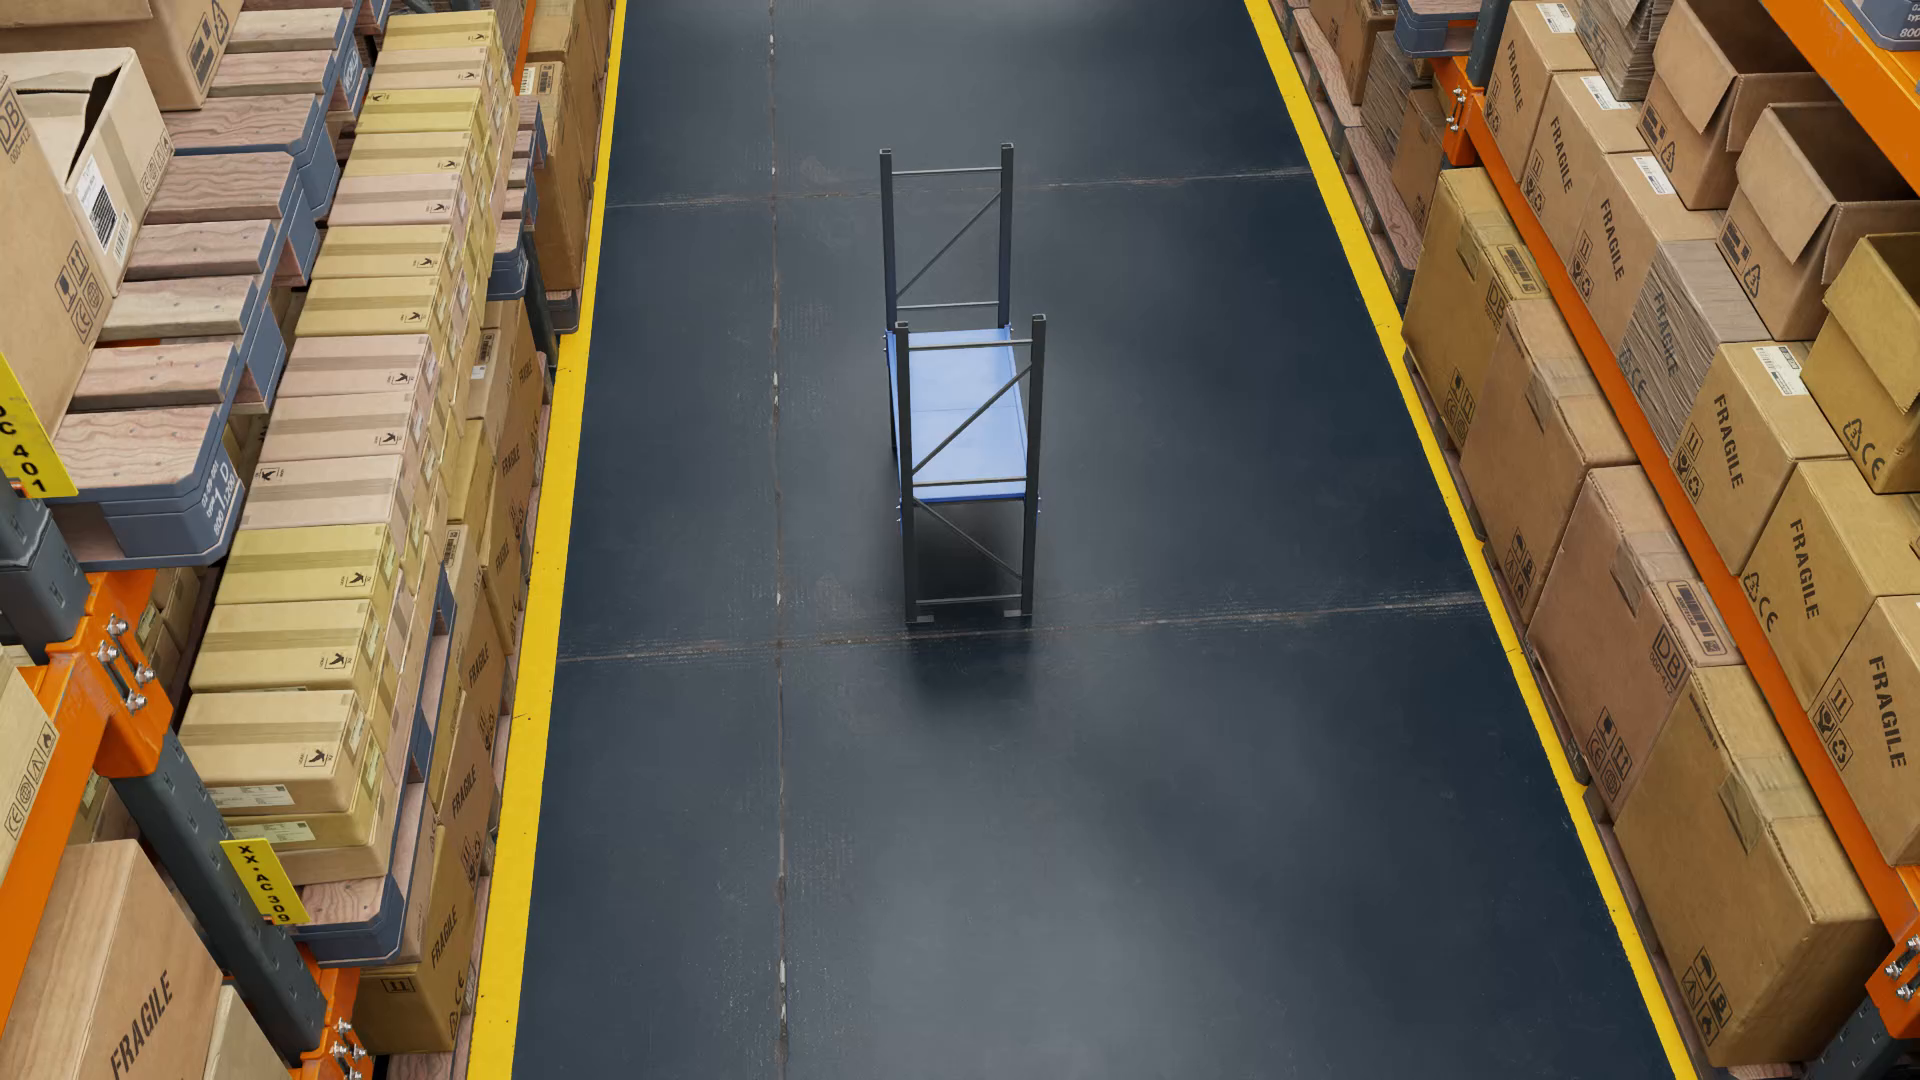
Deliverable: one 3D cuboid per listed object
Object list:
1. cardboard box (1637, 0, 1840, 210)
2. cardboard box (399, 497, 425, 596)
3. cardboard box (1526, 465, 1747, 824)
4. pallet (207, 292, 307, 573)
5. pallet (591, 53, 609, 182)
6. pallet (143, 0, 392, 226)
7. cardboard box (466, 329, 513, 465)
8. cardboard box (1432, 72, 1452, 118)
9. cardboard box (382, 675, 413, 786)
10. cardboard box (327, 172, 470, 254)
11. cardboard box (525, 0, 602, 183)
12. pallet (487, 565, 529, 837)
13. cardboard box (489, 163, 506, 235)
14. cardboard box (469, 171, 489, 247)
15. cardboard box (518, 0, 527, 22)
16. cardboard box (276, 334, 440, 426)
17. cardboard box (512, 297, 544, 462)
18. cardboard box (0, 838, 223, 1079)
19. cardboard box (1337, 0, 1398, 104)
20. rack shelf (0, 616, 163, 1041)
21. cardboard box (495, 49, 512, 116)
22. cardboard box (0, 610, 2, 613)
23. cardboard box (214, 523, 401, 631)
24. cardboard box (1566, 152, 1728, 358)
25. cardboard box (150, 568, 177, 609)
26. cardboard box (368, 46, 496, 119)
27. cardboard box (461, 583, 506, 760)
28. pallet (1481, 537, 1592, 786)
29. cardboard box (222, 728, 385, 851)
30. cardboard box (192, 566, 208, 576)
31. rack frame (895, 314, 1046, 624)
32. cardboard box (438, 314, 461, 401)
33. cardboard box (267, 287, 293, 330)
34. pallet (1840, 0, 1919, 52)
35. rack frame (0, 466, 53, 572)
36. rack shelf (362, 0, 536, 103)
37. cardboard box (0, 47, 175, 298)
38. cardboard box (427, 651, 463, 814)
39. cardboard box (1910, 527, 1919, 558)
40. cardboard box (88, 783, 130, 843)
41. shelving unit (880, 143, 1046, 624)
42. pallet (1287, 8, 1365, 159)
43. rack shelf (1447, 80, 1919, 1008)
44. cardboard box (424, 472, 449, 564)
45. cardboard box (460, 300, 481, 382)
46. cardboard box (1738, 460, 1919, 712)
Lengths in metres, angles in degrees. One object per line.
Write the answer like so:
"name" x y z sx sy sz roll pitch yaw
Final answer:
"cardboard box" 2.697 -1.435 5.419 0.797 0.503 0.637 -3 47 -2
"cardboard box" -1.659 0.030 4.471 0.380 0.149 0.250 -5 47 -5
"cardboard box" 2.785 0.315 5.696 1.225 0.875 0.875 -5 47 -5
"pallet" -2.145 -0.333 5.268 1.003 0.211 1.213 -3 47 -3
"pallet" -2.441 -2.325 8.943 1.003 0.211 1.213 -3 47 -3
"pallet" -2.052 -1.105 3.930 1.213 0.211 1.003 -3 47 -3
"cardboard box" -1.980 -0.528 6.236 0.500 0.250 0.500 -3 47 -3
"cardboard box" 2.514 -2.089 7.702 0.500 0.250 0.500 -2 47 -2
"cardboard box" -1.620 0.494 4.236 0.380 0.149 0.250 -3 47 -3
"cardboard box" -1.772 -1.025 5.266 0.380 0.149 0.250 -3 47 -3
"cardboard box" -2.389 -2.278 8.238 1.050 0.750 0.750 -3 47 -3
"pallet" -2.188 0.576 6.195 1.003 0.211 1.213 -3 47 -3
"cardboard box" -1.811 -1.192 5.833 0.380 0.149 0.250 -3 47 -3
"cardboard box" -1.787 -1.095 5.536 0.380 0.149 0.250 -3 47 -3
"cardboard box" -2.165 -2.572 7.187 0.500 0.500 0.500 -4 47 -4
"cardboard box" -1.700 -0.445 4.716 0.380 0.149 0.250 -2 47 -2
"cardboard box" -2.036 -0.653 6.872 0.500 0.500 0.500 -4 47 -3
"cardboard box" -1.708 0.909 2.998 0.500 0.500 0.500 -5 47 -5
"cardboard box" 2.410 -2.642 8.742 0.700 0.500 0.500 0 47 0
"rack shelf" -1.849 1.728 1.613 1.077 0.370 4.000 -3 47 -3
"cardboard box" -1.856 -1.659 6.071 0.380 0.149 0.250 -3 47 -2
"cardboard box" -2.288 0.143 4.159 0.380 0.149 0.250 -5 47 -5
"cardboard box" -1.639 0.103 4.197 0.380 0.149 0.250 -3 47 -3
"cardboard box" 2.461 -0.980 5.679 0.500 0.500 0.500 -4 47 -4
"cardboard box" -2.315 0.062 4.441 0.380 0.149 0.250 -5 47 -5
"cardboard box" -1.835 -1.583 5.793 0.380 0.149 0.250 -4 47 -4
"cardboard box" -1.917 0.469 5.809 0.500 0.500 0.500 -3 47 -3
"pallet" 2.690 0.358 6.402 1.003 0.211 1.213 -3 47 -3
"cardboard box" -1.591 0.592 3.939 0.380 0.149 0.250 -3 47 -3
"cardboard box" -2.338 -0.018 4.722 0.380 0.149 0.250 -5 47 -5
"rack frame" 0.035 -0.210 6.052 0.500 1.500 0.032 -3 47 -3
"cardboard box" -1.724 -0.539 5.010 0.380 0.149 0.250 -4 47 -4
"cardboard box" -2.421 -0.774 5.437 0.380 0.149 0.250 -2 47 -2
"pallet" 2.803 -1.752 4.544 1.003 0.211 1.213 -2 47 -1
"rack frame" -2.016 -0.997 1.633 1.000 3.000 0.127 -3 47 -3
"rack shelf" -2.519 -3.028 8.184 1.077 0.370 4.000 -3 47 -3
"cardboard box" -1.881 -0.729 3.217 0.500 0.311 0.500 -4 47 -4
"cardboard box" -1.862 0.587 5.181 0.500 0.250 0.500 -2 47 -2
"cardboard box" 2.873 -0.004 4.064 0.797 0.503 0.637 -5 47 -4
"cardboard box" -2.247 0.732 4.011 0.380 0.149 0.250 -4 47 -4
"shelving unit" -0.007 -0.577 6.400 0.538 1.500 1.048 -3 47 -3
"pallet" 2.437 -2.544 9.151 1.003 0.211 1.213 -3 47 -3
"rack shelf" 2.767 -0.362 5.659 1.077 0.370 4.000 -3 47 -3
"cardboard box" -1.679 -0.053 4.754 0.380 0.149 0.250 -5 47 -5
"cardboard box" -1.750 -0.629 5.300 0.380 0.149 0.250 -2 47 -2
"cardboard box" 2.589 0.123 4.636 0.500 0.500 0.500 -2 47 -2
